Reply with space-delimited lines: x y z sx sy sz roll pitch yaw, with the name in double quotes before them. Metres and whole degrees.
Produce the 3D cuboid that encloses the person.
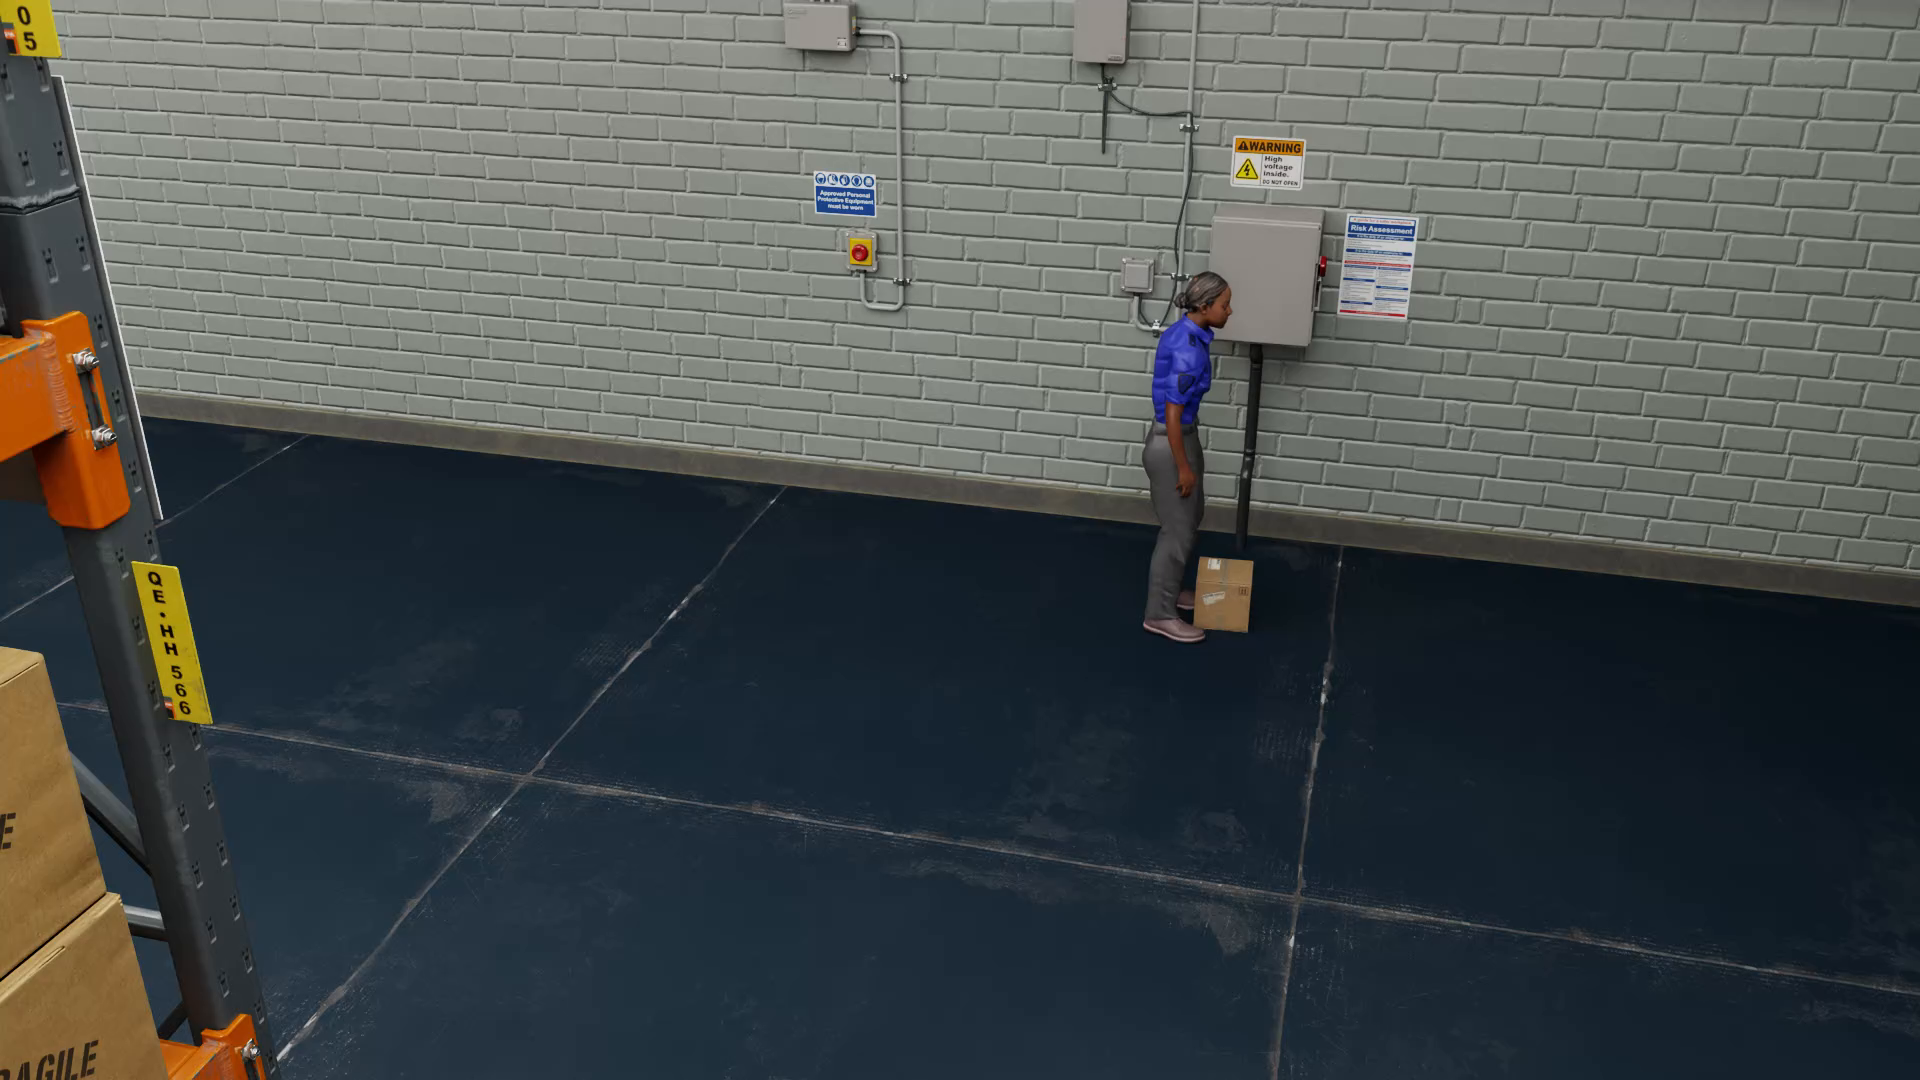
"person" 0.995 -0.390 7.434 0.351 1.654 0.527 5 26 10
